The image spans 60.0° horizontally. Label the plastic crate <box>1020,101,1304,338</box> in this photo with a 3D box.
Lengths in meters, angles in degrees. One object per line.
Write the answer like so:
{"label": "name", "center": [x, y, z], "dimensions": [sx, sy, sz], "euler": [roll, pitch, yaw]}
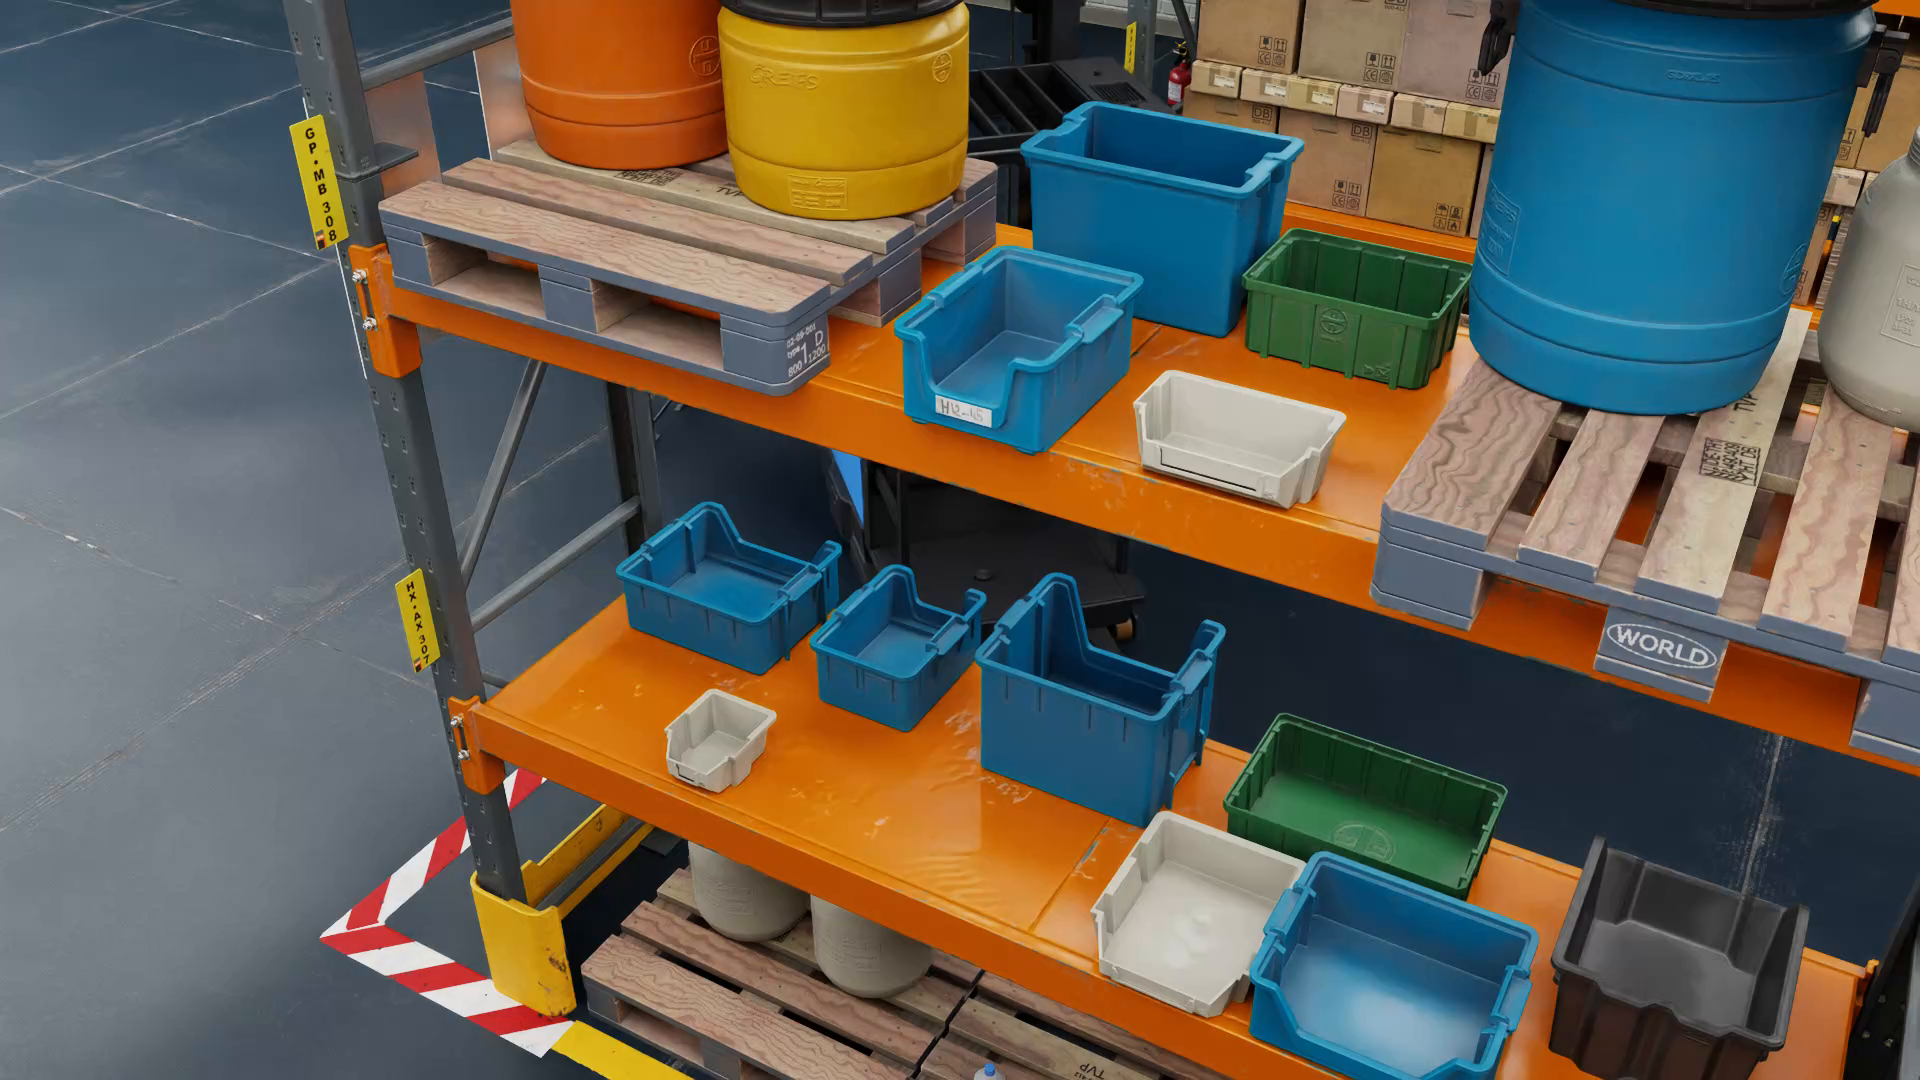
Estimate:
{"label": "plastic crate", "center": [0.475, -0.769, 4.007], "dimensions": [0.575, 0.384, 0.392], "euler": [18, 37, 24]}

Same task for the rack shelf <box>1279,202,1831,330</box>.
{"label": "rack shelf", "center": [2.868, -1.440, 8.355], "dimensions": [4.000, 0.370, 1.077], "euler": [18, 37, 24]}

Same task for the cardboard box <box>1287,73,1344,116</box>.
{"label": "cardboard box", "center": [1.812, -2.249, 8.245], "dimensions": [0.250, 0.149, 0.380], "euler": [18, 38, 25]}

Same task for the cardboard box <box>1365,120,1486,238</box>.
{"label": "cardboard box", "center": [2.417, -1.915, 8.329], "dimensions": [0.500, 0.500, 0.700], "euler": [18, 38, 25]}

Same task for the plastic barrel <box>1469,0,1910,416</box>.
{"label": "plastic barrel", "center": [1.332, -0.764, 3.153], "dimensions": [0.708, 0.901, 0.600], "euler": [18, 37, 24]}

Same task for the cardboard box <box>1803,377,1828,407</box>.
{"label": "cardboard box", "center": [4.357, -0.810, 8.185], "dimensions": [0.500, 0.500, 0.500], "euler": [18, 37, 24]}

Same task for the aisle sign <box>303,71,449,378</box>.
{"label": "aisle sign", "center": [-1.538, -0.868, 4.501], "dimensions": [0.004, 0.787, 0.394], "euler": [18, 37, 24]}

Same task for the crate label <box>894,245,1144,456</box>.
{"label": "crate label", "center": [0.131, -0.420, 3.602], "dimensions": [0.408, 0.251, 0.502], "euler": [18, 37, 24]}

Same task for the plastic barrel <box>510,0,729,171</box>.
{"label": "plastic barrel", "center": [-0.845, -1.436, 4.228], "dimensions": [0.708, 0.830, 0.600], "euler": [18, 37, 24]}

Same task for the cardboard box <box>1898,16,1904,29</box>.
{"label": "cardboard box", "center": [6.497, -3.504, 10.924], "dimensions": [0.500, 0.250, 0.500], "euler": [18, 38, 25]}

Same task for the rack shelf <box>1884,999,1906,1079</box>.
{"label": "rack shelf", "center": [3.880, 2.043, 3.125], "dimensions": [4.000, 0.370, 1.077], "euler": [18, 37, 24]}

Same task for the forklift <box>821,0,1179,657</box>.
{"label": "forklift", "center": [0.168, -0.850, 6.883], "dimensions": [1.130, 2.935, 3.031], "euler": [-9, 35, -13]}

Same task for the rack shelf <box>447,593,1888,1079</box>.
{"label": "rack shelf", "center": [0.407, 0.943, 4.777], "dimensions": [4.000, 0.370, 1.077], "euler": [18, 37, 24]}

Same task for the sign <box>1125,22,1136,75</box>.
{"label": "sign", "center": [0.851, -2.417, 8.321], "dimensions": [0.005, 0.325, 0.100], "euler": [18, 37, 24]}

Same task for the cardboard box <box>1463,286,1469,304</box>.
{"label": "cardboard box", "center": [2.362, -1.109, 8.635], "dimensions": [0.500, 0.500, 0.500], "euler": [18, 37, 24]}

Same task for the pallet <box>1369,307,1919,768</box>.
{"label": "pallet", "center": [1.468, -0.128, 3.200], "dimensions": [1.003, 0.211, 1.213], "euler": [18, 37, 24]}

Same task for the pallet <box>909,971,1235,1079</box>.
{"label": "pallet", "center": [0.517, 1.814, 5.335], "dimensions": [1.213, 0.211, 1.003], "euler": [18, 37, 24]}

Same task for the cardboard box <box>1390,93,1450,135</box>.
{"label": "cardboard box", "center": [2.262, -2.106, 8.031], "dimensions": [0.250, 0.149, 0.380], "euler": [16, 37, 23]}

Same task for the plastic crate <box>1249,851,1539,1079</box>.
{"label": "plastic crate", "center": [1.048, 1.082, 4.054], "dimensions": [0.616, 0.251, 0.499], "euler": [18, 37, 24]}

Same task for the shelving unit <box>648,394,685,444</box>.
{"label": "shelving unit", "center": [-1.127, -1.209, 8.712], "dimensions": [1.048, 1.500, 0.538], "euler": [7, 34, 11]}

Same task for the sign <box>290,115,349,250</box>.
{"label": "sign", "center": [-1.607, -0.895, 4.174], "dimensions": [0.005, 0.325, 0.100], "euler": [18, 37, 24]}

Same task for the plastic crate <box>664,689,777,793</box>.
{"label": "plastic crate", "center": [-0.712, 0.604, 4.875], "dimensions": [0.250, 0.136, 0.298], "euler": [18, 37, 24]}

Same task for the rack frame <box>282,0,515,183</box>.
{"label": "rack frame", "center": [-1.330, -2.404, 3.741], "dimensions": [0.127, 3.000, 1.000], "euler": [18, 37, 24]}

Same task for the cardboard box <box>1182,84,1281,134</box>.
{"label": "cardboard box", "center": [1.530, -2.196, 8.752], "dimensions": [0.500, 0.500, 0.700], "euler": [18, 37, 24]}

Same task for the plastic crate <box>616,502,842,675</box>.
{"label": "plastic crate", "center": [-0.747, 0.149, 5.454], "dimensions": [0.616, 0.251, 0.499], "euler": [18, 37, 24]}

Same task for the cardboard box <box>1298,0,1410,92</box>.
{"label": "cardboard box", "center": [2.035, -2.580, 8.157], "dimensions": [0.500, 0.500, 0.700], "euler": [17, 37, 23]}

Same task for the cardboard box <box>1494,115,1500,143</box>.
{"label": "cardboard box", "center": [2.699, -1.966, 7.821], "dimensions": [0.250, 0.149, 0.380], "euler": [18, 38, 25]}

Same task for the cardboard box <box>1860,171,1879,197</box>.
{"label": "cardboard box", "center": [4.048, -1.542, 7.183], "dimensions": [0.250, 0.149, 0.380], "euler": [17, 37, 23]}

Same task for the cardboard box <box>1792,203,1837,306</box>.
{"label": "cardboard box", "center": [3.755, -1.492, 7.694], "dimensions": [0.500, 0.500, 0.700], "euler": [17, 37, 24]}

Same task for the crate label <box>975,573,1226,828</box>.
{"label": "crate label", "center": [0.402, 0.455, 4.829], "dimensions": [0.616, 0.435, 0.502], "euler": [18, 37, 24]}

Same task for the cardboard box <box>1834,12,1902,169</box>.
{"label": "cardboard box", "center": [3.776, -2.028, 7.329], "dimensions": [0.500, 0.500, 0.700], "euler": [17, 37, 24]}

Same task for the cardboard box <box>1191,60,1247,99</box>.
{"label": "cardboard box", "center": [1.365, -2.389, 8.456], "dimensions": [0.250, 0.149, 0.380], "euler": [17, 37, 24]}

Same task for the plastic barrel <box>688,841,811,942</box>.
{"label": "plastic barrel", "center": [-0.720, 1.098, 5.760], "dimensions": [0.421, 0.512, 0.421], "euler": [0, 34, 0]}

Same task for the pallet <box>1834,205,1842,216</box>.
{"label": "pallet", "center": [6.458, -2.581, 11.936], "dimensions": [1.213, 0.211, 1.003], "euler": [18, 37, 24]}
